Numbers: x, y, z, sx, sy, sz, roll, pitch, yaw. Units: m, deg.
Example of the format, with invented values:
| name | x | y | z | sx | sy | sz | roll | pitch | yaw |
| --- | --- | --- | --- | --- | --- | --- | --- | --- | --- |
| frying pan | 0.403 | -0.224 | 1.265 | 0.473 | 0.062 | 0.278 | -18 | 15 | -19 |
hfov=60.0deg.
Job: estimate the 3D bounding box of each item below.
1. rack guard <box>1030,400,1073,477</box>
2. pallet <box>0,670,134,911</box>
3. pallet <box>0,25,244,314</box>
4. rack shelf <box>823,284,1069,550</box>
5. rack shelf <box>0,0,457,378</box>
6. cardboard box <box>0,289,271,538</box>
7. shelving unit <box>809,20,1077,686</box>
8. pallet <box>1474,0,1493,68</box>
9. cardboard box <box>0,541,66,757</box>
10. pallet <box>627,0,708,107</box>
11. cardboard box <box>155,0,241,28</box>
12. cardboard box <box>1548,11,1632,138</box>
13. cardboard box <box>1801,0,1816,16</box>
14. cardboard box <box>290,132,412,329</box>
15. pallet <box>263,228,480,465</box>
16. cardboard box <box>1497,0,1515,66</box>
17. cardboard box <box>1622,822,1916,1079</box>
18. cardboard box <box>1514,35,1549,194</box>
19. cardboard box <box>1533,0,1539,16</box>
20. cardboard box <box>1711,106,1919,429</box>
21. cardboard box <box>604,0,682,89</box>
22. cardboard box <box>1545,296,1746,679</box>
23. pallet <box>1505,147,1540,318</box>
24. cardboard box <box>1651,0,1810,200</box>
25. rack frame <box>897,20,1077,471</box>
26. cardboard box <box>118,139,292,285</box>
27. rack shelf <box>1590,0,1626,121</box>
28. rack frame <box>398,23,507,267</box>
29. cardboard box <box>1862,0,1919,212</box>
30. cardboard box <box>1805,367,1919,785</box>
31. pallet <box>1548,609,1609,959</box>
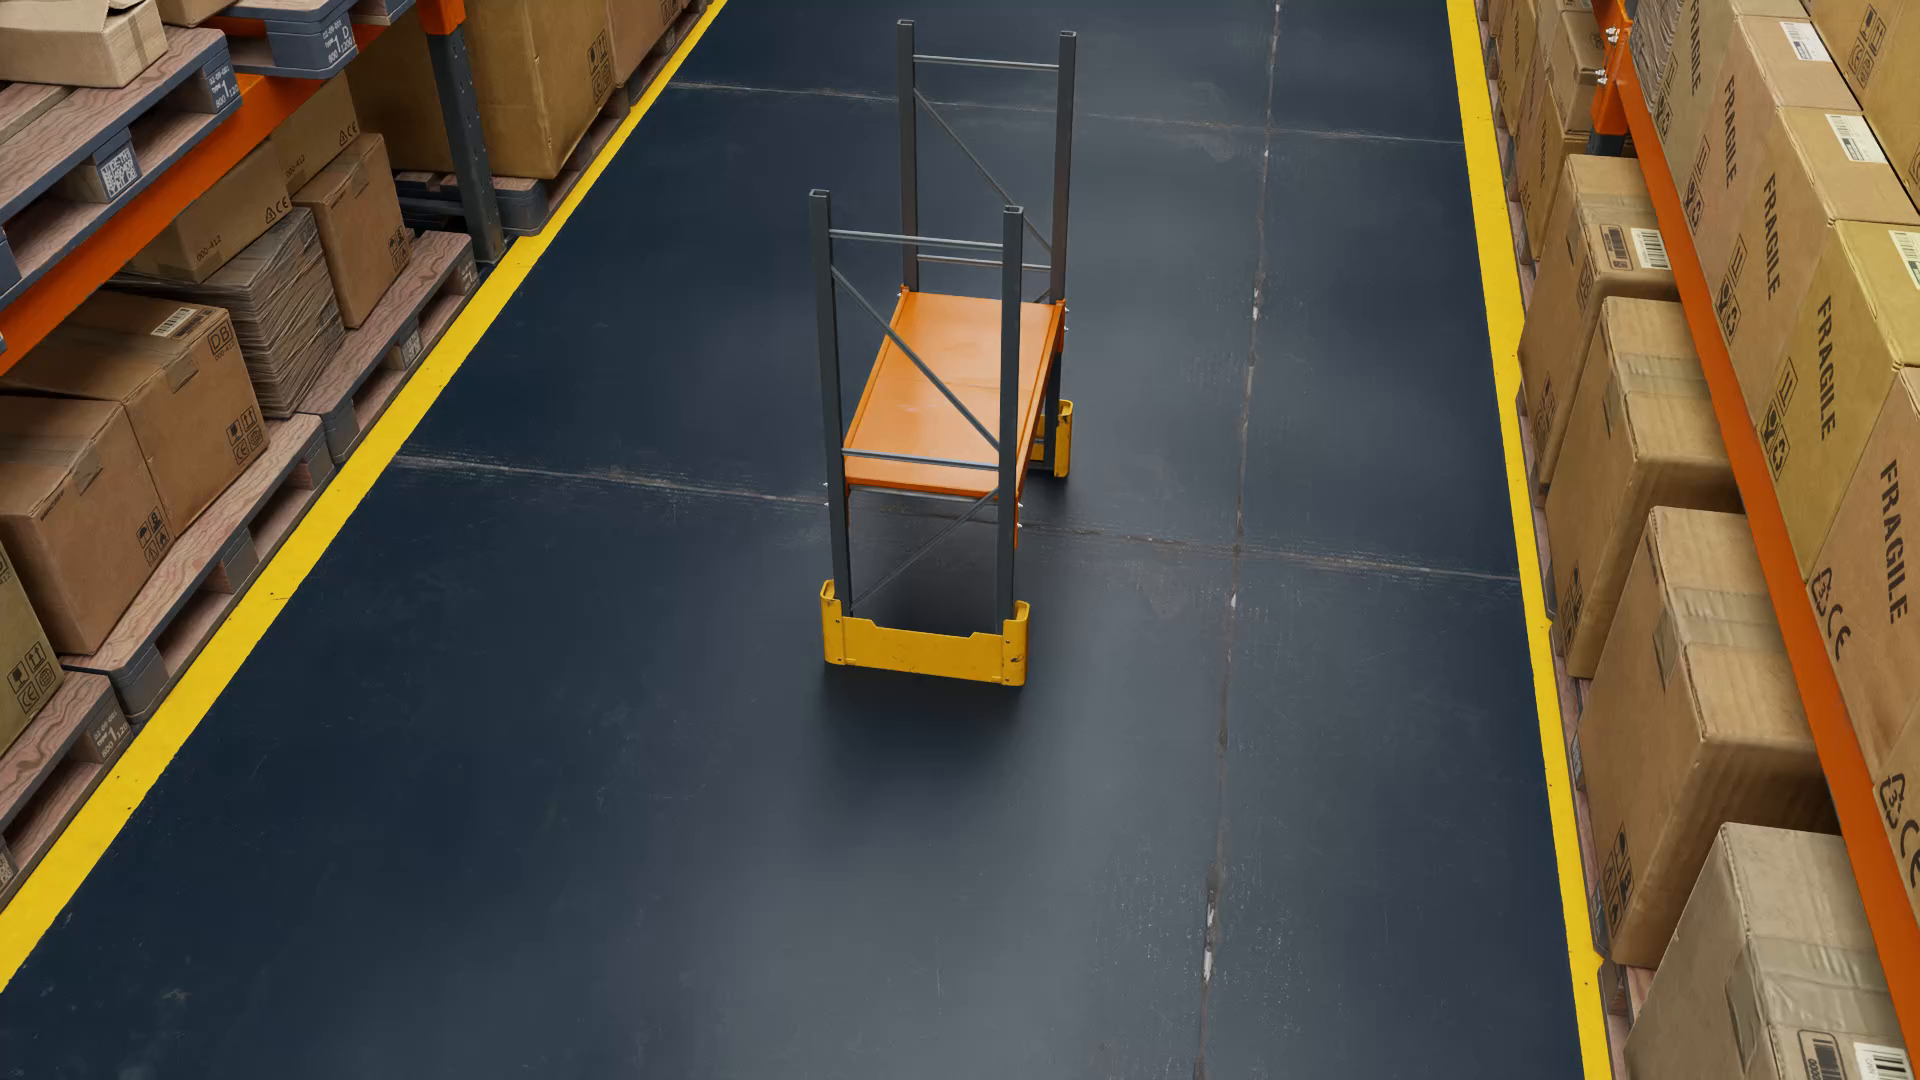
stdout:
| name | x | y | z | sx | sy | sz | roll | pitch | yaw |
| --- | --- | --- | --- | --- | --- | --- | --- | --- | --- |
| rack guard | 0.073 | -0.361 | 5.491 | 0.587 | 0.250 | 0.087 | 6 | 40 | 8 |
| pallet | -2.871 | 0.770 | 4.153 | 1.003 | 0.211 | 1.213 | 6 | 40 | 8 |
| pallet | -2.615 | -1.005 | 4.262 | 1.003 | 0.211 | 1.213 | 6 | 40 | 8 |
| rack shelf | -0.015 | -0.386 | 4.822 | 0.538 | 0.185 | 1.000 | 6 | 40 | 8 |
| rack shelf | -2.659 | -0.794 | 4.420 | 1.077 | 0.370 | 4.000 | 6 | 40 | 8 |
| cardboard box | -2.583 | -0.404 | 5.000 | 0.700 | 0.500 | 0.500 | 10 | 41 | 11 |
| shelving unit | -0.013 | -0.530 | 4.714 | 0.587 | 1.500 | 1.083 | 6 | 40 | 8 |
| pallet | 3.114 | -2.663 | 8.305 | 1.003 | 0.211 | 1.213 | 6 | 40 | 8 |
| cardboard box | -2.776 | 0.298 | 4.152 | 0.700 | 0.500 | 0.500 | 6 | 40 | 7 |
| pallet | -1.888 | -2.501 | 8.110 | 1.003 | 0.211 | 1.213 | 6 | 40 | 8 |
| cardboard box | -2.365 | -1.822 | 4.691 | 0.700 | 0.500 | 0.500 | 12 | 41 | 14 |
| cardboard box | 2.415 | -1.661 | 5.949 | 0.500 | 0.250 | 0.500 | 6 | 40 | 7 |
| cardboard box | 2.381 | -1.541 | 3.897 | 0.700 | 0.500 | 0.500 | 6 | 40 | 7 |
| cardboard box | -2.409 | -1.110 | 5.854 | 0.700 | 0.500 | 0.500 | 4 | 40 | 5 |
| pallet | -2.449 | -0.761 | 6.005 | 1.003 | 0.211 | 1.213 | 6 | 40 | 8 |
| cardboard box | 2.691 | -2.328 | 7.343 | 0.500 | 0.500 | 0.500 | 7 | 40 | 8 |
| cardboard box | 1.882 | 1.100 | 3.001 | 1.050 | 0.750 | 0.750 | 6 | 40 | 7 |
| cardboard box | 2.505 | -1.682 | 6.562 | 0.500 | 0.500 | 0.500 | 8 | 40 | 9 |
| cardboard box | 2.595 | -2.297 | 6.718 | 0.500 | 0.250 | 0.500 | 7 | 40 | 9 |
| cardboard box | 1.950 | -0.554 | 3.488 | 0.500 | 0.500 | 0.500 | 6 | 40 | 7 |
| cardboard box | -2.011 | -2.658 | 7.449 | 1.225 | 0.875 | 0.875 | 7 | 40 | 8 |
| cardboard box | 2.213 | -0.089 | 4.440 | 1.050 | 0.750 | 0.750 | 7 | 40 | 8 |
| pallet | 2.692 | -1.131 | 6.453 | 1.003 | 0.211 | 1.213 | 6 | 40 | 8 |
| cardboard box | 2.126 | -1.183 | 4.248 | 0.500 | 0.500 | 0.500 | 6 | 40 | 7 |
| rack frame | 0.073 | -0.844 | 5.093 | 0.500 | 1.500 | 0.032 | 6 | 40 | 8 |
| cardboard box | -2.481 | -1.063 | 5.210 | 0.500 | 0.250 | 0.500 | 11 | 41 | 13 |
| rack shelf | 2.901 | -2.694 | 6.719 | 1.077 | 0.370 | 4.000 | 6 | 40 | 8 |
| rack frame | -2.313 | -2.326 | 5.709 | 1.000 | 3.000 | 0.127 | 6 | 40 | 8 |
| cardboard box | 2.207 | -0.898 | 3.119 | 0.700 | 0.500 | 0.500 | 6 | 40 | 7 |
| cardboard box | 1.777 | 0.082 | 2.718 | 0.500 | 0.500 | 0.500 | 6 | 40 | 7 |
| pallet | 2.131 | 0.609 | 4.348 | 1.003 | 0.211 | 1.213 | 6 | 40 | 8 |
